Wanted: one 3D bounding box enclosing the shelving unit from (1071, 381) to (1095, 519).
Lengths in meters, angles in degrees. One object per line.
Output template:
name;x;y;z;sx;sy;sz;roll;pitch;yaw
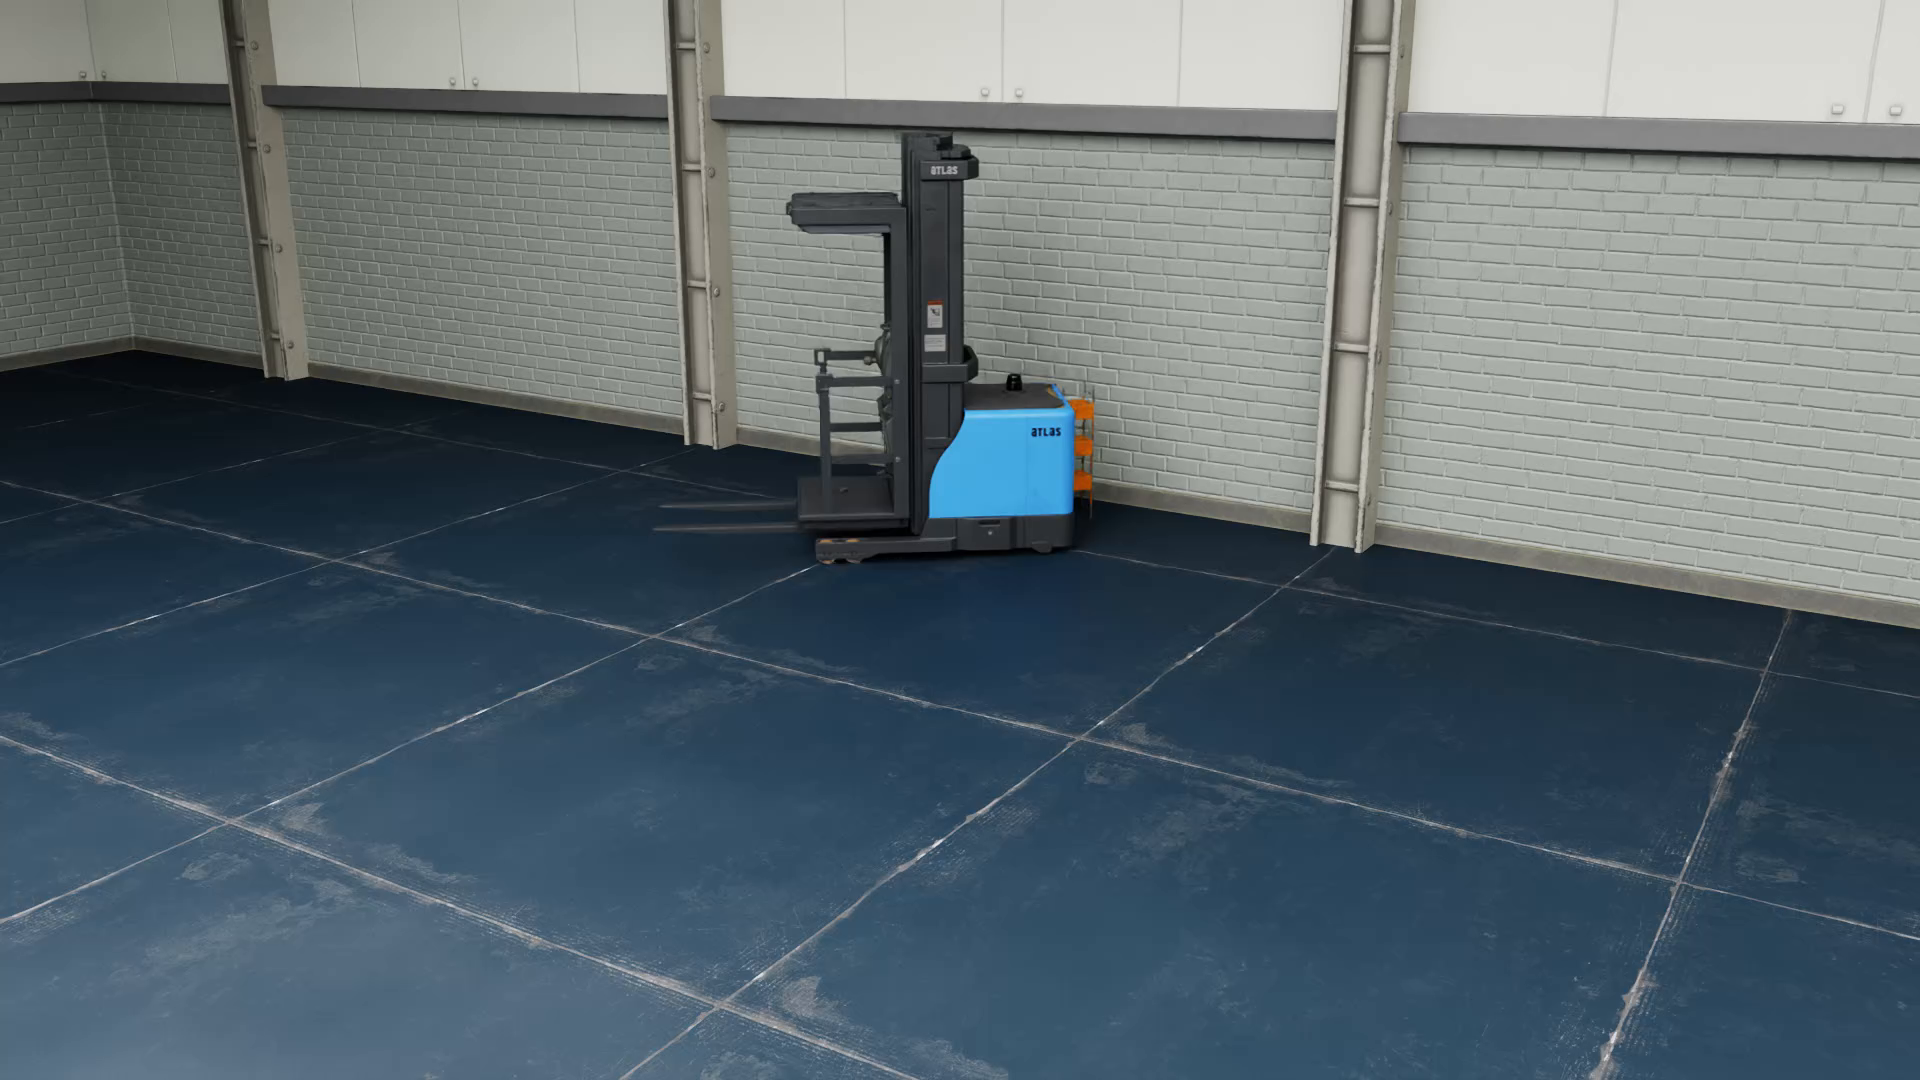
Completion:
shelving unit;0.872;-0.683;12.822;0.249;1.050;0.215;-6;18;-18

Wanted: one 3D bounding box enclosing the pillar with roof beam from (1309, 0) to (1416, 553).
pillar with roof beam;0.574;-3.214;7.479;0.400;9.000;9.100;10;20;30

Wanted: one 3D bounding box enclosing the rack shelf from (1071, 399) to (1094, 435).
rack shelf;0.872;-0.944;12.742;0.240;0.259;0.215;-6;18;-18

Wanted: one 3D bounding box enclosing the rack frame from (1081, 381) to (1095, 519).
rack frame;0.987;-0.694;12.859;0.008;1.050;0.200;-6;18;-18
